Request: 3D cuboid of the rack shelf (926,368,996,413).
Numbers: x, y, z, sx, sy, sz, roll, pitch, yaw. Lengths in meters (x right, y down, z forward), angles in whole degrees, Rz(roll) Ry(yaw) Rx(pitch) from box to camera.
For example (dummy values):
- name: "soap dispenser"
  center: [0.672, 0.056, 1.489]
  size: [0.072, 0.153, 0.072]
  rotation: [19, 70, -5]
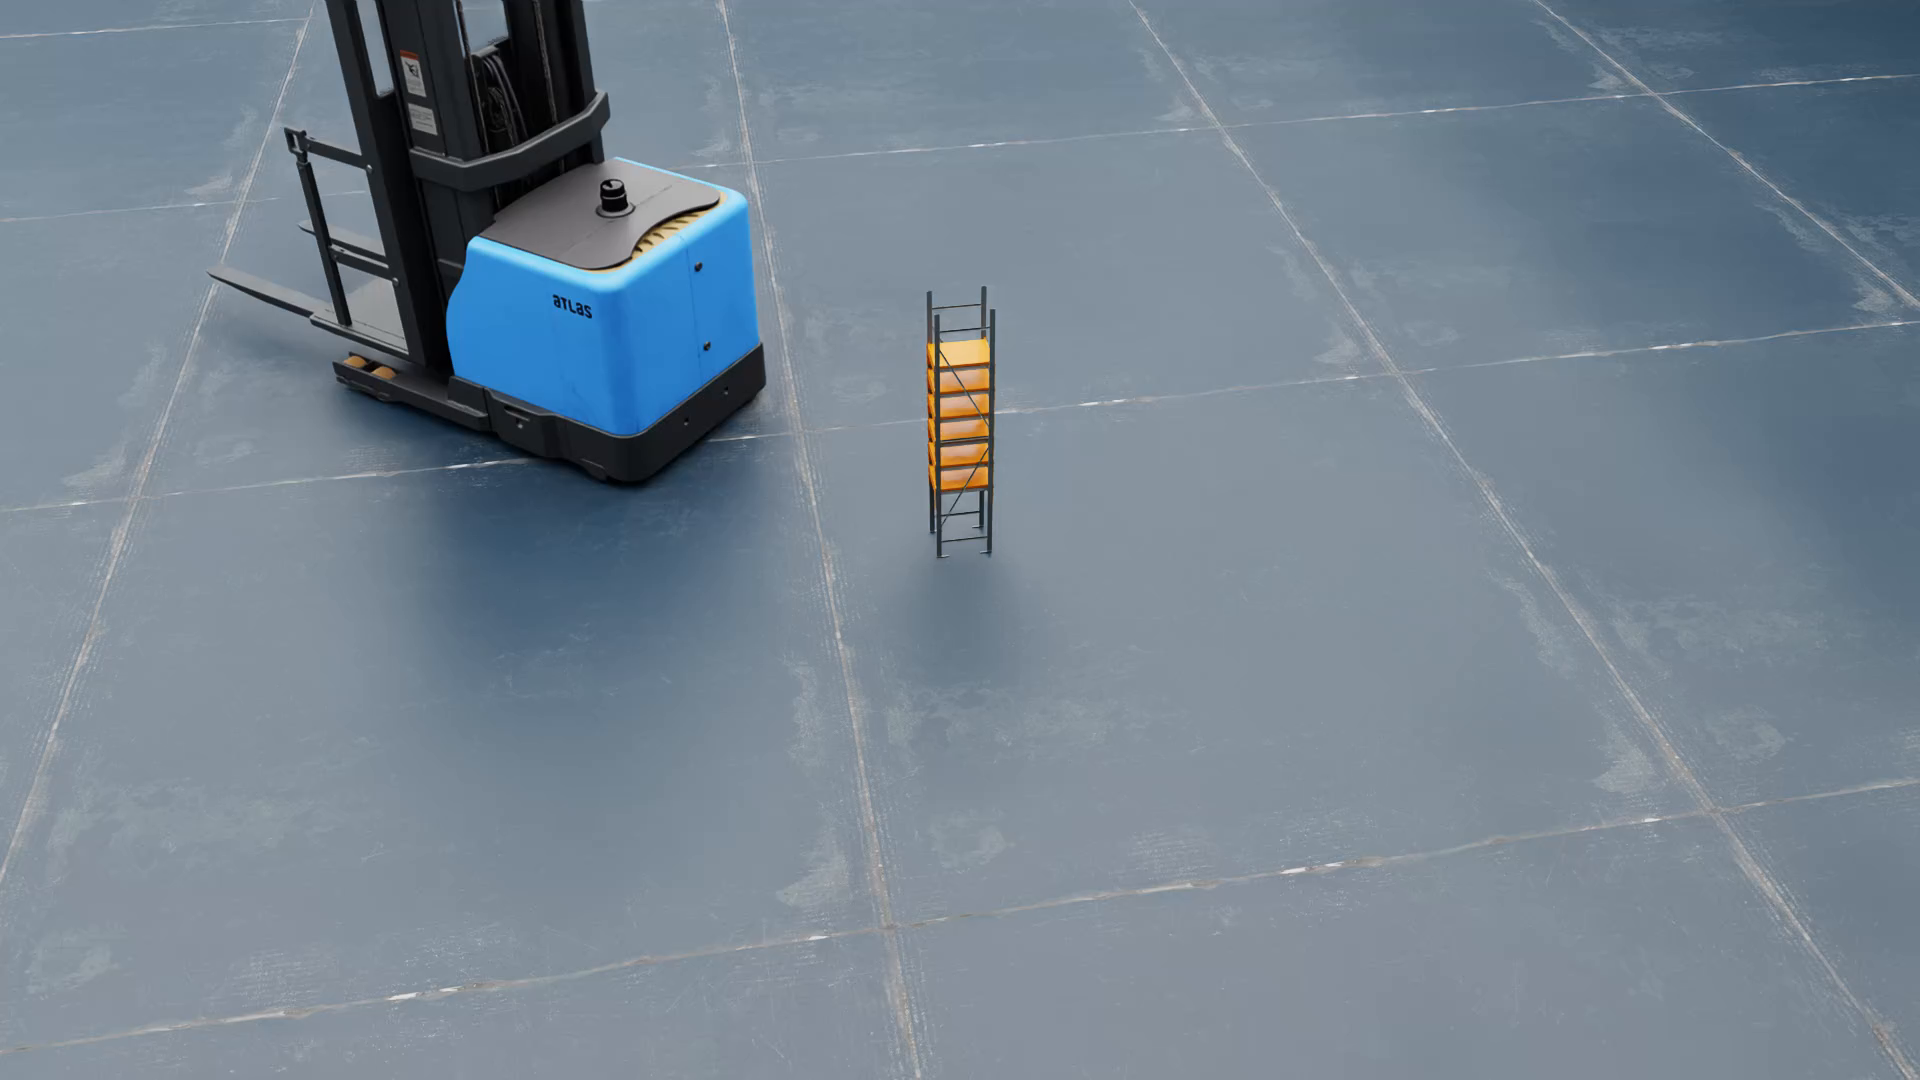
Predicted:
- name: "rack shelf"
  center: [0.003, -0.620, 6.751]
  size: [0.258, 0.103, 0.180]
  rotation: [-6, 38, -8]

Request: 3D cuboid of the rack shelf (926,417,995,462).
- name: "rack shelf"
  center: [0.003, -0.430, 6.898]
  size: [0.258, 0.103, 0.180]
  rotation: [-6, 38, -8]

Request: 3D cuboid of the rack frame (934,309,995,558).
- name: "rack frame"
  center: [0.019, -0.410, 6.800]
  size: [0.240, 1.200, 0.006]
  rotation: [-6, 38, -8]

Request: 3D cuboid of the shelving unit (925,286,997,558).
- name: "shelving unit"
  center: [0.003, -0.465, 6.871]
  size: [0.258, 1.200, 0.189]
  rotation: [-6, 38, -8]

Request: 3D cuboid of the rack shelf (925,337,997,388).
- name: "rack shelf"
  center: [0.003, -0.714, 6.677]
  size: [0.258, 0.103, 0.180]
  rotation: [-6, 38, -8]

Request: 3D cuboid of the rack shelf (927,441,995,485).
- name: "rack shelf"
  center: [0.003, -0.335, 6.972]
  size: [0.258, 0.103, 0.180]
  rotation: [-6, 38, -8]

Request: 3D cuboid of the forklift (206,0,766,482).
- name: "forklift"
  center: [-2.476, -2.090, 7.552]
  size: [3.031, 2.935, 1.130]
  rotation: [20, 42, 24]

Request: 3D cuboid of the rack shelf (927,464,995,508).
- name: "rack shelf"
  center: [0.003, -0.240, 7.045]
  size: [0.258, 0.103, 0.180]
  rotation: [-6, 38, -8]

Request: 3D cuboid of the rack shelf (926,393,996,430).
- name: "rack shelf"
  center: [0.003, -0.525, 6.824]
  size: [0.258, 0.103, 0.180]
  rotation: [-6, 38, -8]

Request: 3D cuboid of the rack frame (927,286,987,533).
- name: "rack frame"
  center: [-0.013, -0.520, 6.942]
  size: [0.240, 1.200, 0.006]
  rotation: [-6, 38, -8]
